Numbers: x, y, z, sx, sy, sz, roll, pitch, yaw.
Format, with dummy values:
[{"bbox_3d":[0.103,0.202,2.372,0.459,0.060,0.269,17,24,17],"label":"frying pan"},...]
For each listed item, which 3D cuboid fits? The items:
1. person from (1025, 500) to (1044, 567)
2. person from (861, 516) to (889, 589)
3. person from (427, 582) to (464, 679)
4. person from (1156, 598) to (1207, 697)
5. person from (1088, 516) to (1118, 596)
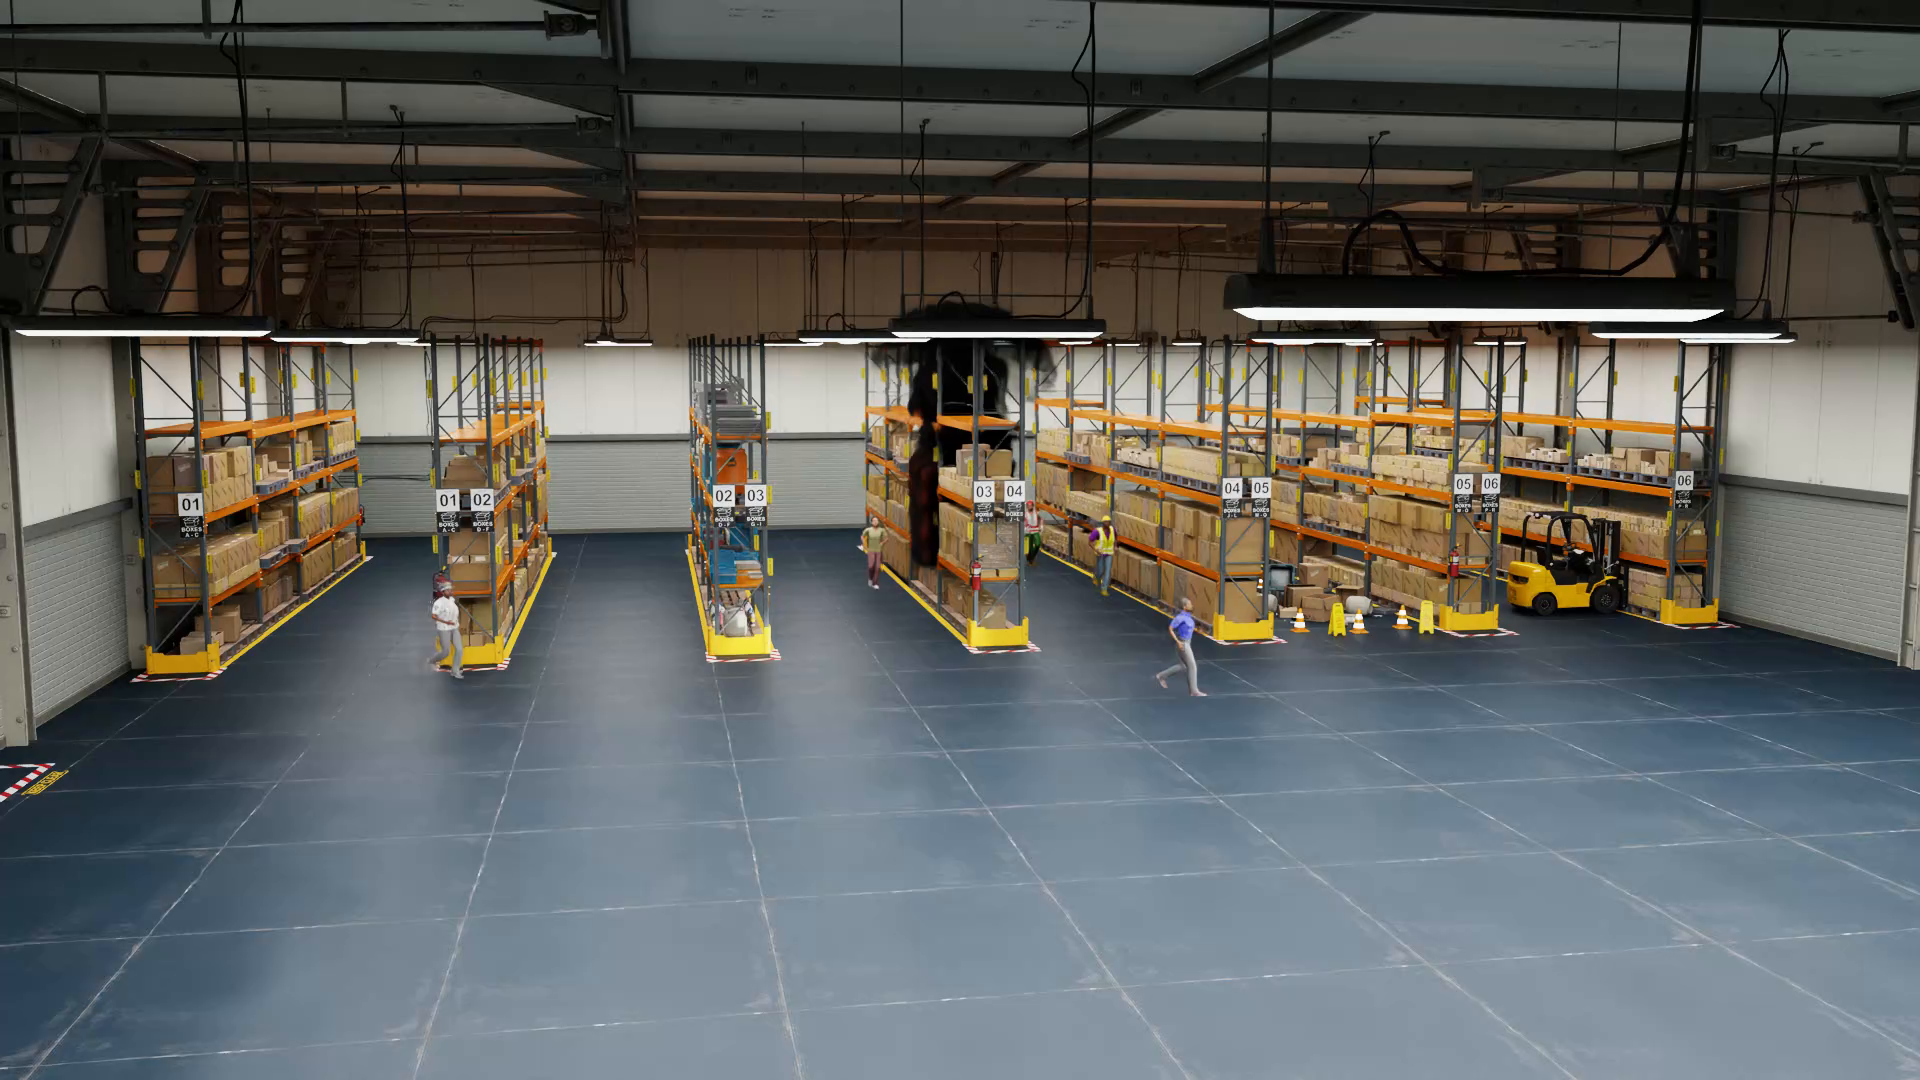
[{"bbox_3d":[1.902,-0.171,43.837,0.673,1.751,0.656,-1,7,-6],"label":"person"},{"bbox_3d":[-1.926,0.292,37.808,0.624,1.664,0.478,-1,7,-6],"label":"person"},{"bbox_3d":[-8.999,1.584,29.091,0.718,1.707,0.584,3,7,27],"label":"person"},{"bbox_3d":[3.648,1.758,27.426,0.865,1.635,0.578,2,7,18],"label":"person"},{"bbox_3d":[3.209,0.326,37.123,0.727,1.760,0.849,-2,7,-16],"label":"person"}]
